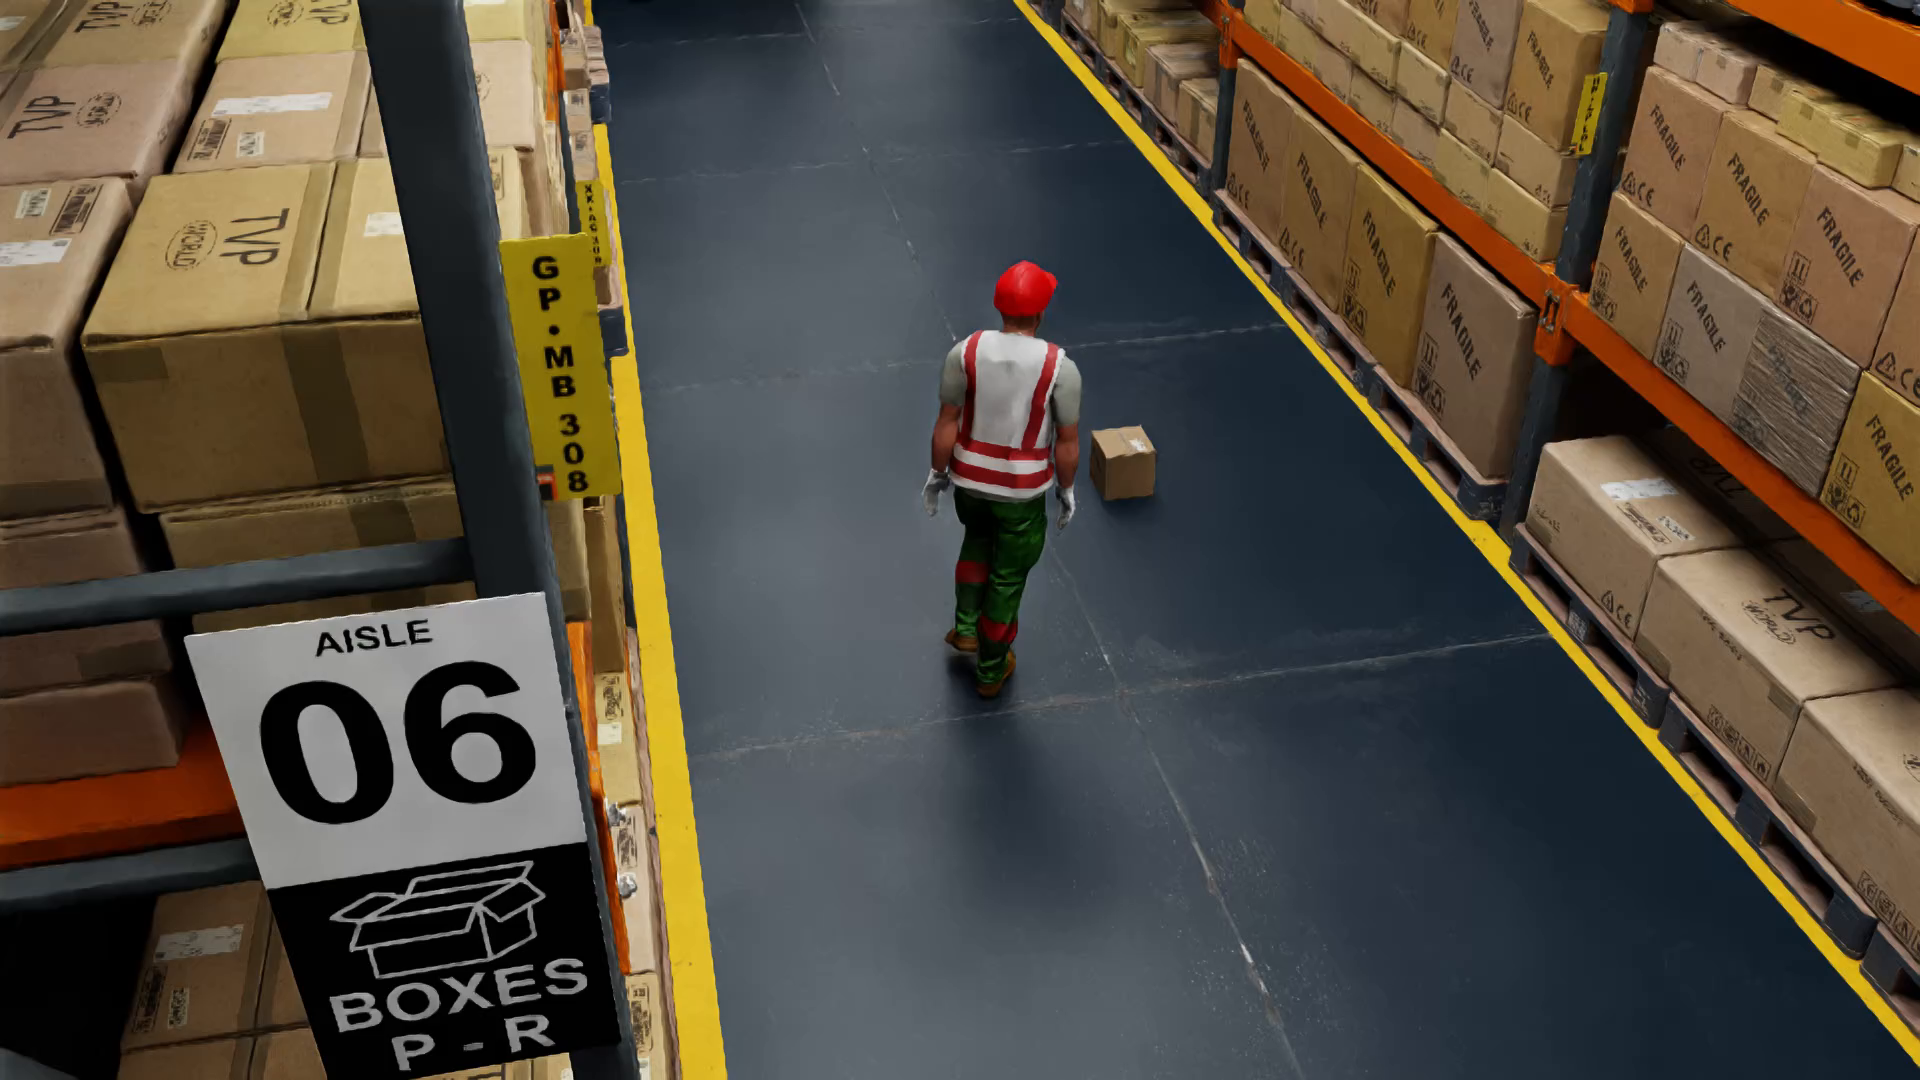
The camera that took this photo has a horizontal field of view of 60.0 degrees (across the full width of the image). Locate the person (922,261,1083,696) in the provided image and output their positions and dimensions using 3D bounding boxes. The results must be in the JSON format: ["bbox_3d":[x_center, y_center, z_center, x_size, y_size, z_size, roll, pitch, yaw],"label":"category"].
[{"bbox_3d":[0.171,-0.229,6.427,0.581,1.772,0.497,12,36,17],"label":"person"}]
